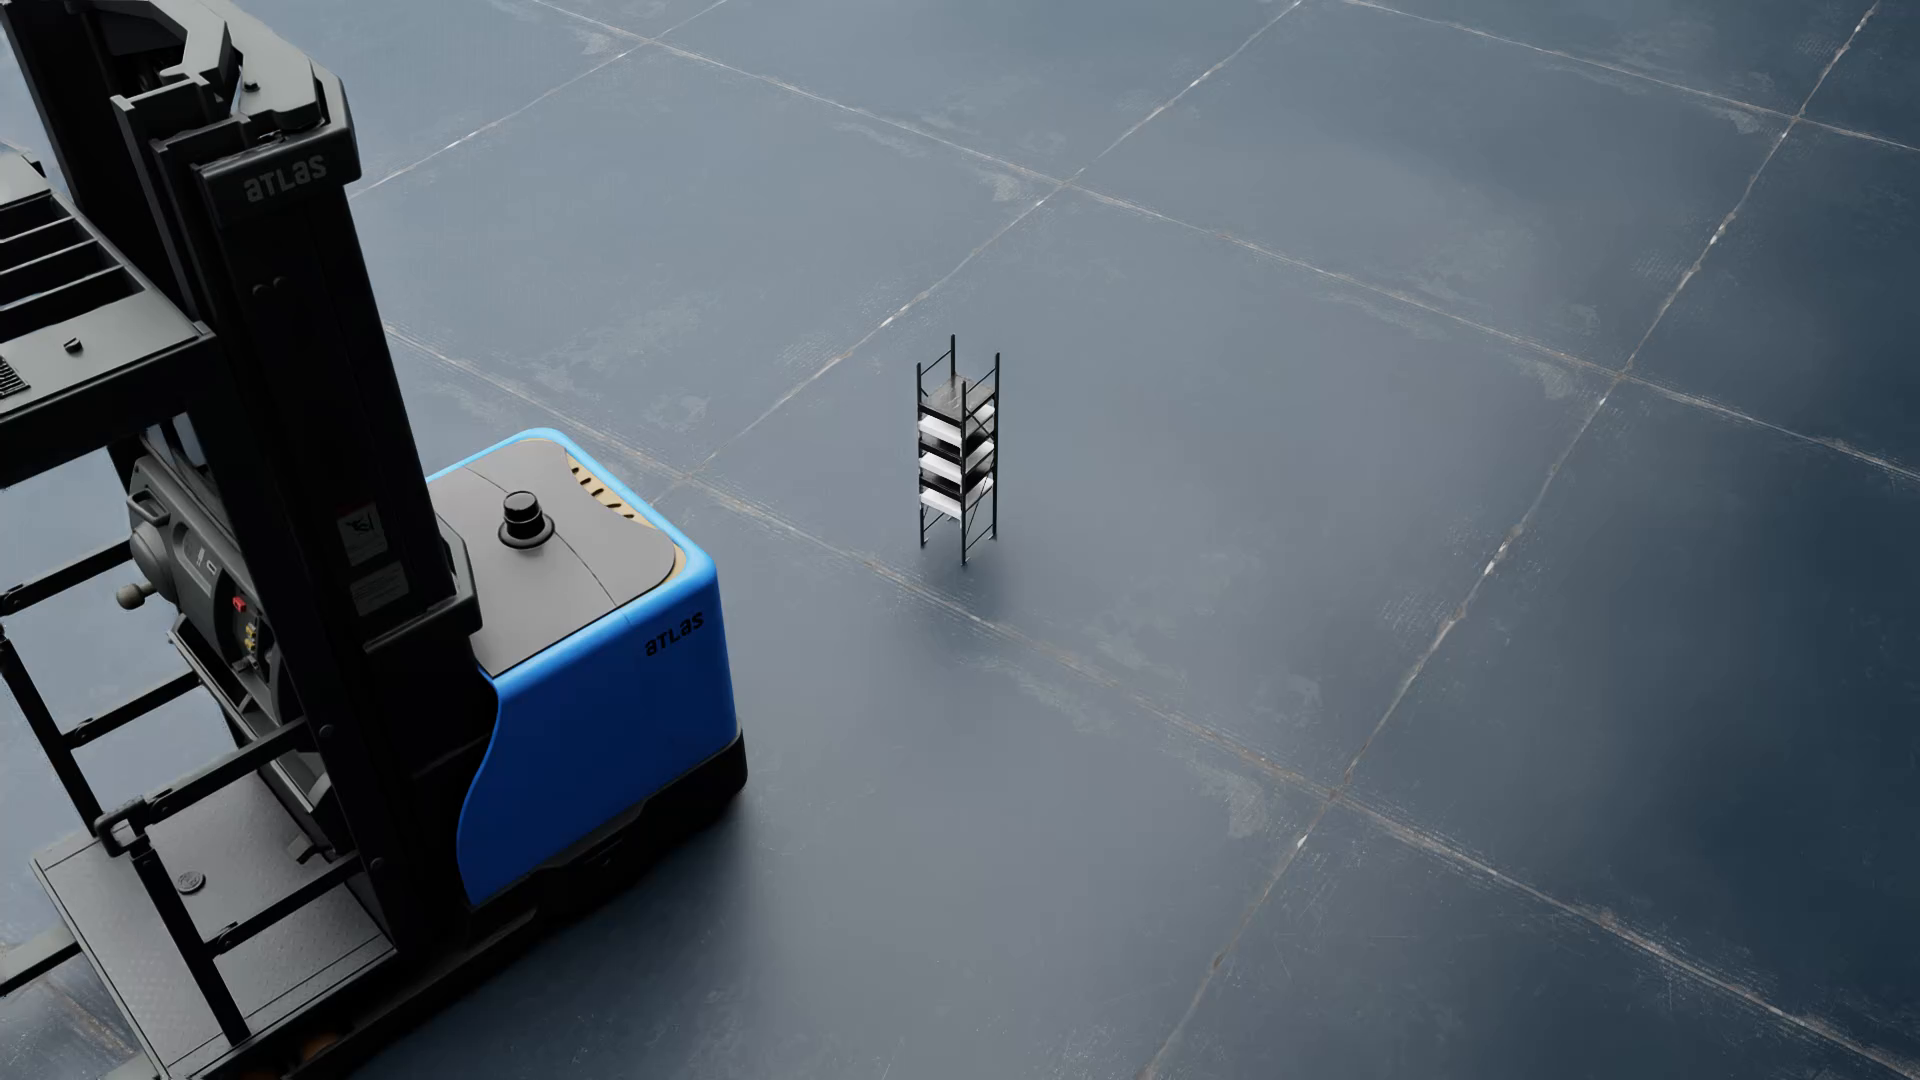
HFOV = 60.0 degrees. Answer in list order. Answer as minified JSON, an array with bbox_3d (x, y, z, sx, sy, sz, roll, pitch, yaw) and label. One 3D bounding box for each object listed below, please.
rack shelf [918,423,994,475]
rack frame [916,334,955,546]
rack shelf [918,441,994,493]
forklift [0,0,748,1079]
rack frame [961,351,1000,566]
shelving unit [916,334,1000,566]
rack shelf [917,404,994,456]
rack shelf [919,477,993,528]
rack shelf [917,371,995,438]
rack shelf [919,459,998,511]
[{"bbox_3d":[-0.007,-0.381,6.416,0.200,0.077,0.258,25,48,25],"label":"rack shelf"},{"bbox_3d":[-0.090,-0.377,6.497,0.006,0.900,0.240,25,48,25],"label":"rack frame"},{"bbox_3d":[-0.007,-0.314,6.476,0.200,0.077,0.258,25,48,25],"label":"rack shelf"},{"bbox_3d":[-2.157,0.205,4.322,3.031,2.935,1.130,-32,51,-30],"label":"forklift"},{"bbox_3d":[0.077,-0.300,6.410,0.006,0.900,0.240,25,48,25],"label":"rack frame"},{"bbox_3d":[-0.007,-0.338,6.453,0.210,0.900,0.258,25,48,25],"label":"shelving unit"},{"bbox_3d":[-0.007,-0.448,6.356,0.200,0.077,0.258,25,48,25],"label":"rack shelf"},{"bbox_3d":[-0.007,-0.179,6.596,0.200,0.077,0.258,25,48,25],"label":"rack shelf"},{"bbox_3d":[-0.007,-0.515,6.296,0.200,0.077,0.258,25,48,25],"label":"rack shelf"},{"bbox_3d":[-0.007,-0.247,6.536,0.200,0.077,0.258,25,48,25],"label":"rack shelf"}]
